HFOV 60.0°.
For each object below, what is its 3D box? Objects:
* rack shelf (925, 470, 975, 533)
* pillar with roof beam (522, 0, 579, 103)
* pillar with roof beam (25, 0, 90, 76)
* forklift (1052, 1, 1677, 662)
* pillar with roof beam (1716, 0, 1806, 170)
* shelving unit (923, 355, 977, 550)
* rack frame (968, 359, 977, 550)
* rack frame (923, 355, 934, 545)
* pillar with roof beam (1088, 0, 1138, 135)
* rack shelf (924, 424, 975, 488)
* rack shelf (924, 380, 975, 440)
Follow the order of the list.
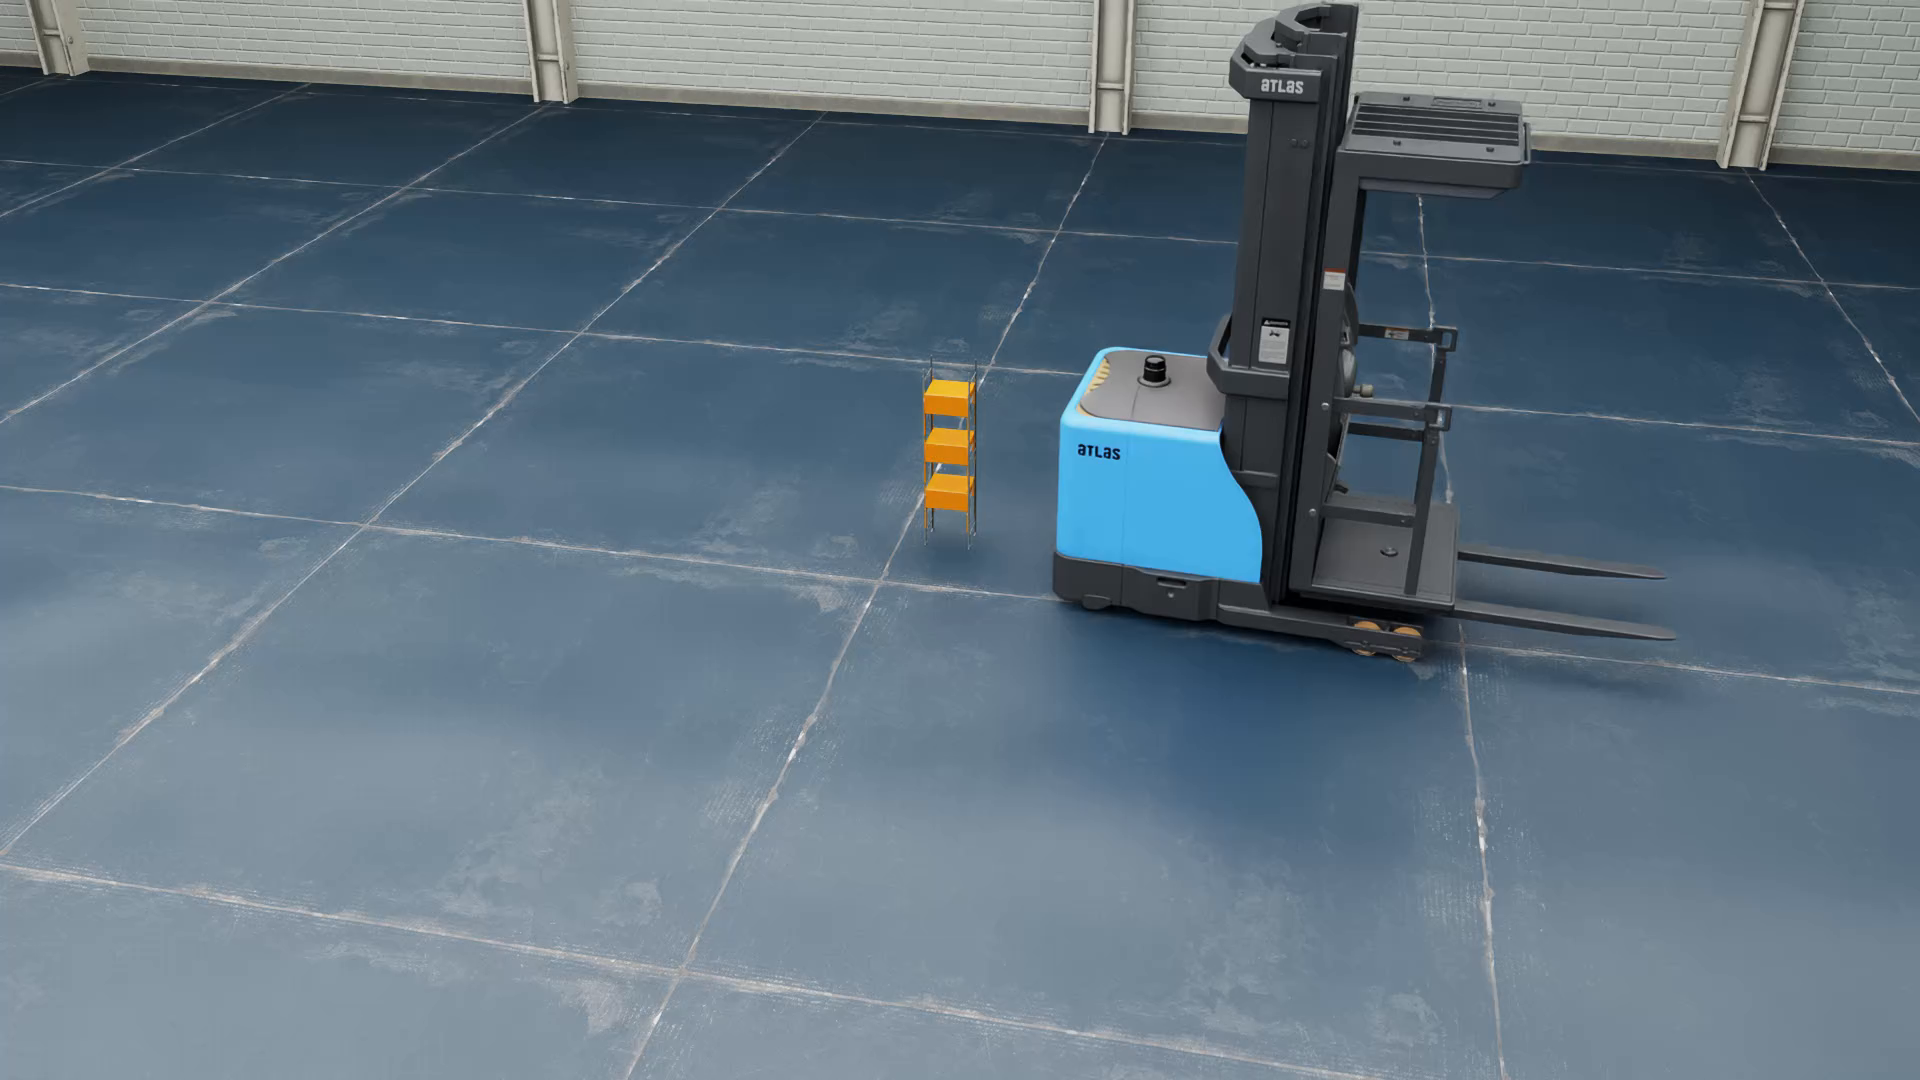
[{"bbox_3d":[-0.052,-0.213,9.146,0.240,0.259,0.215,6,29,11],"label":"rack shelf"},{"bbox_3d":[-5.248,-6.683,12.086,0.400,9.000,9.100,6,29,11],"label":"pillar with roof beam"},{"bbox_3d":[-11.115,-7.285,13.185,0.400,9.000,9.100,6,29,11],"label":"pillar with roof beam"},{"bbox_3d":[2.056,-0.974,7.978,3.031,2.935,1.130,8,30,14],"label":"forklift"},{"bbox_3d":[6.488,-5.480,9.888,0.400,9.000,9.100,6,29,11],"label":"pillar with roof beam"},{"bbox_3d":[-0.052,-0.466,9.008,0.252,1.050,0.215,6,29,11],"label":"shelving unit"},{"bbox_3d":[0.067,-0.454,8.985,0.008,1.050,0.200,6,29,11],"label":"rack frame"},{"bbox_3d":[-0.172,-0.478,9.030,0.008,1.050,0.200,6,29,11],"label":"rack frame"},{"bbox_3d":[0.620,-6.081,10.987,0.400,9.000,9.100,6,29,11],"label":"pillar with roof beam"},{"bbox_3d":[-0.052,-0.457,9.013,0.240,0.259,0.215,6,29,11],"label":"rack shelf"},{"bbox_3d":[-0.052,-0.705,8.877,0.240,0.259,0.215,6,29,11],"label":"rack shelf"}]
